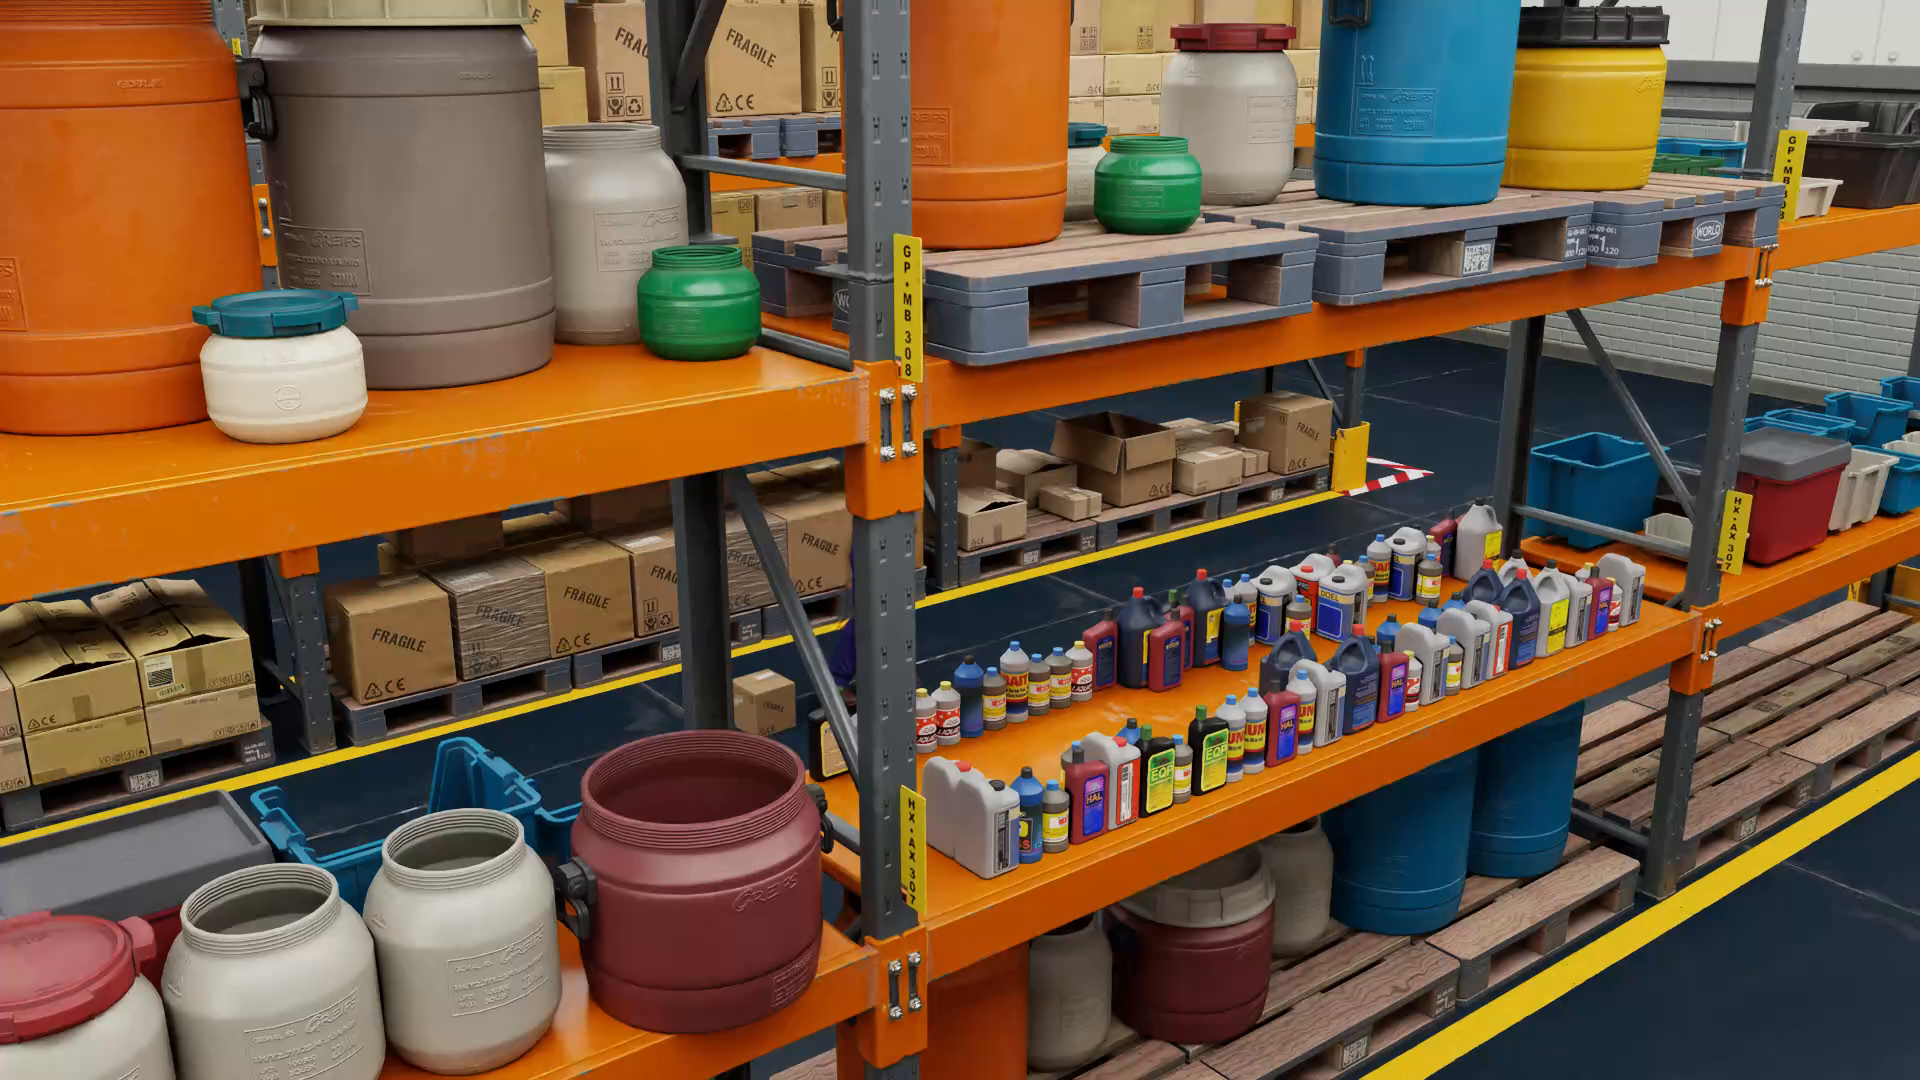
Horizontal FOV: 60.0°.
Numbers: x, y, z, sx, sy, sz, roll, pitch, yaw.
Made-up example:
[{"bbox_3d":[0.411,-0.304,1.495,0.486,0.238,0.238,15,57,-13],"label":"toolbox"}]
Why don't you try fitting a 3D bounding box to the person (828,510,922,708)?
[{"bbox_3d":[-0.483,0.071,8.863,0.553,1.634,0.541,0,18,-1],"label":"person"}]
